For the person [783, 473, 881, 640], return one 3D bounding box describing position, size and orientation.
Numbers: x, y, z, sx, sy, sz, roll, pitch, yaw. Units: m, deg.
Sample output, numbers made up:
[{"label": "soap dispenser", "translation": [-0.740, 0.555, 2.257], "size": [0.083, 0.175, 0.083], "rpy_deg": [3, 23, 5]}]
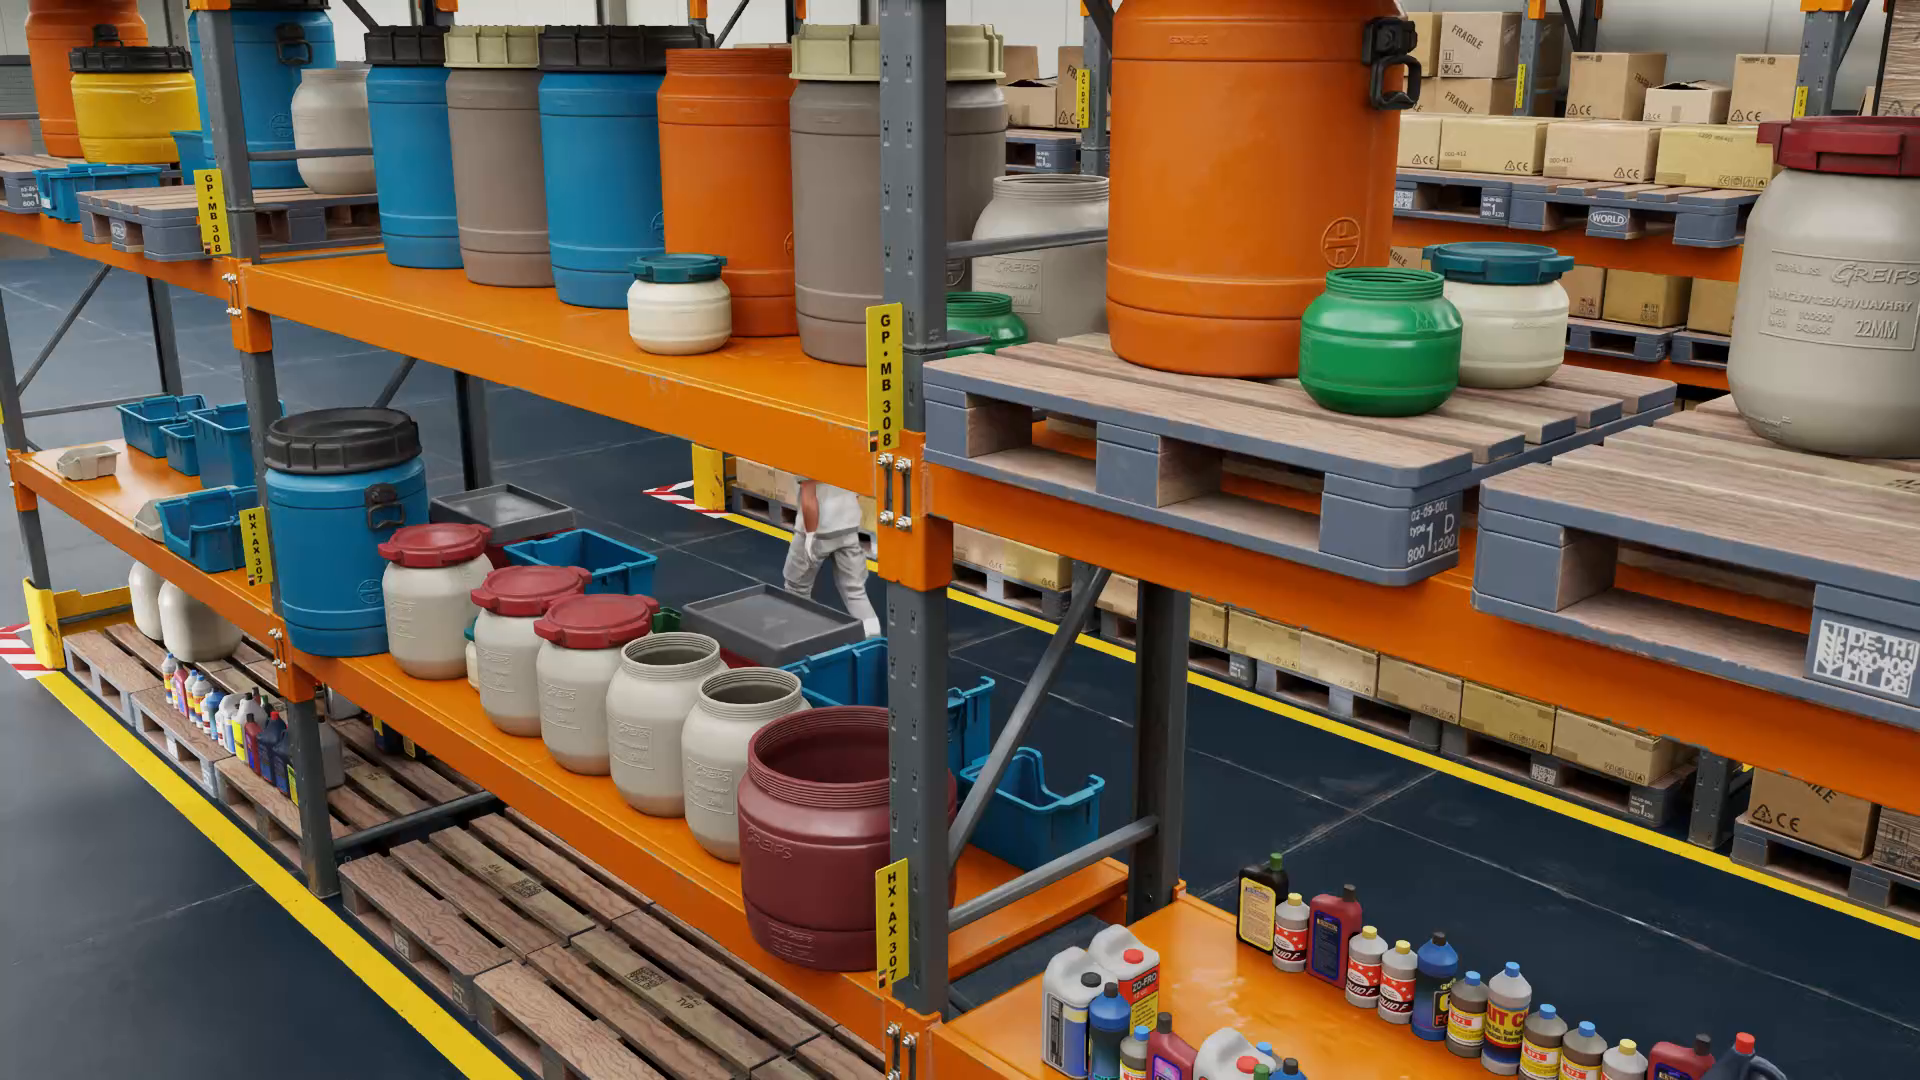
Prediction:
[{"label": "person", "translation": [-0.805, -0.081, 9.717], "size": [0.581, 1.727, 0.970], "rpy_deg": [-14, 22, -39]}]
